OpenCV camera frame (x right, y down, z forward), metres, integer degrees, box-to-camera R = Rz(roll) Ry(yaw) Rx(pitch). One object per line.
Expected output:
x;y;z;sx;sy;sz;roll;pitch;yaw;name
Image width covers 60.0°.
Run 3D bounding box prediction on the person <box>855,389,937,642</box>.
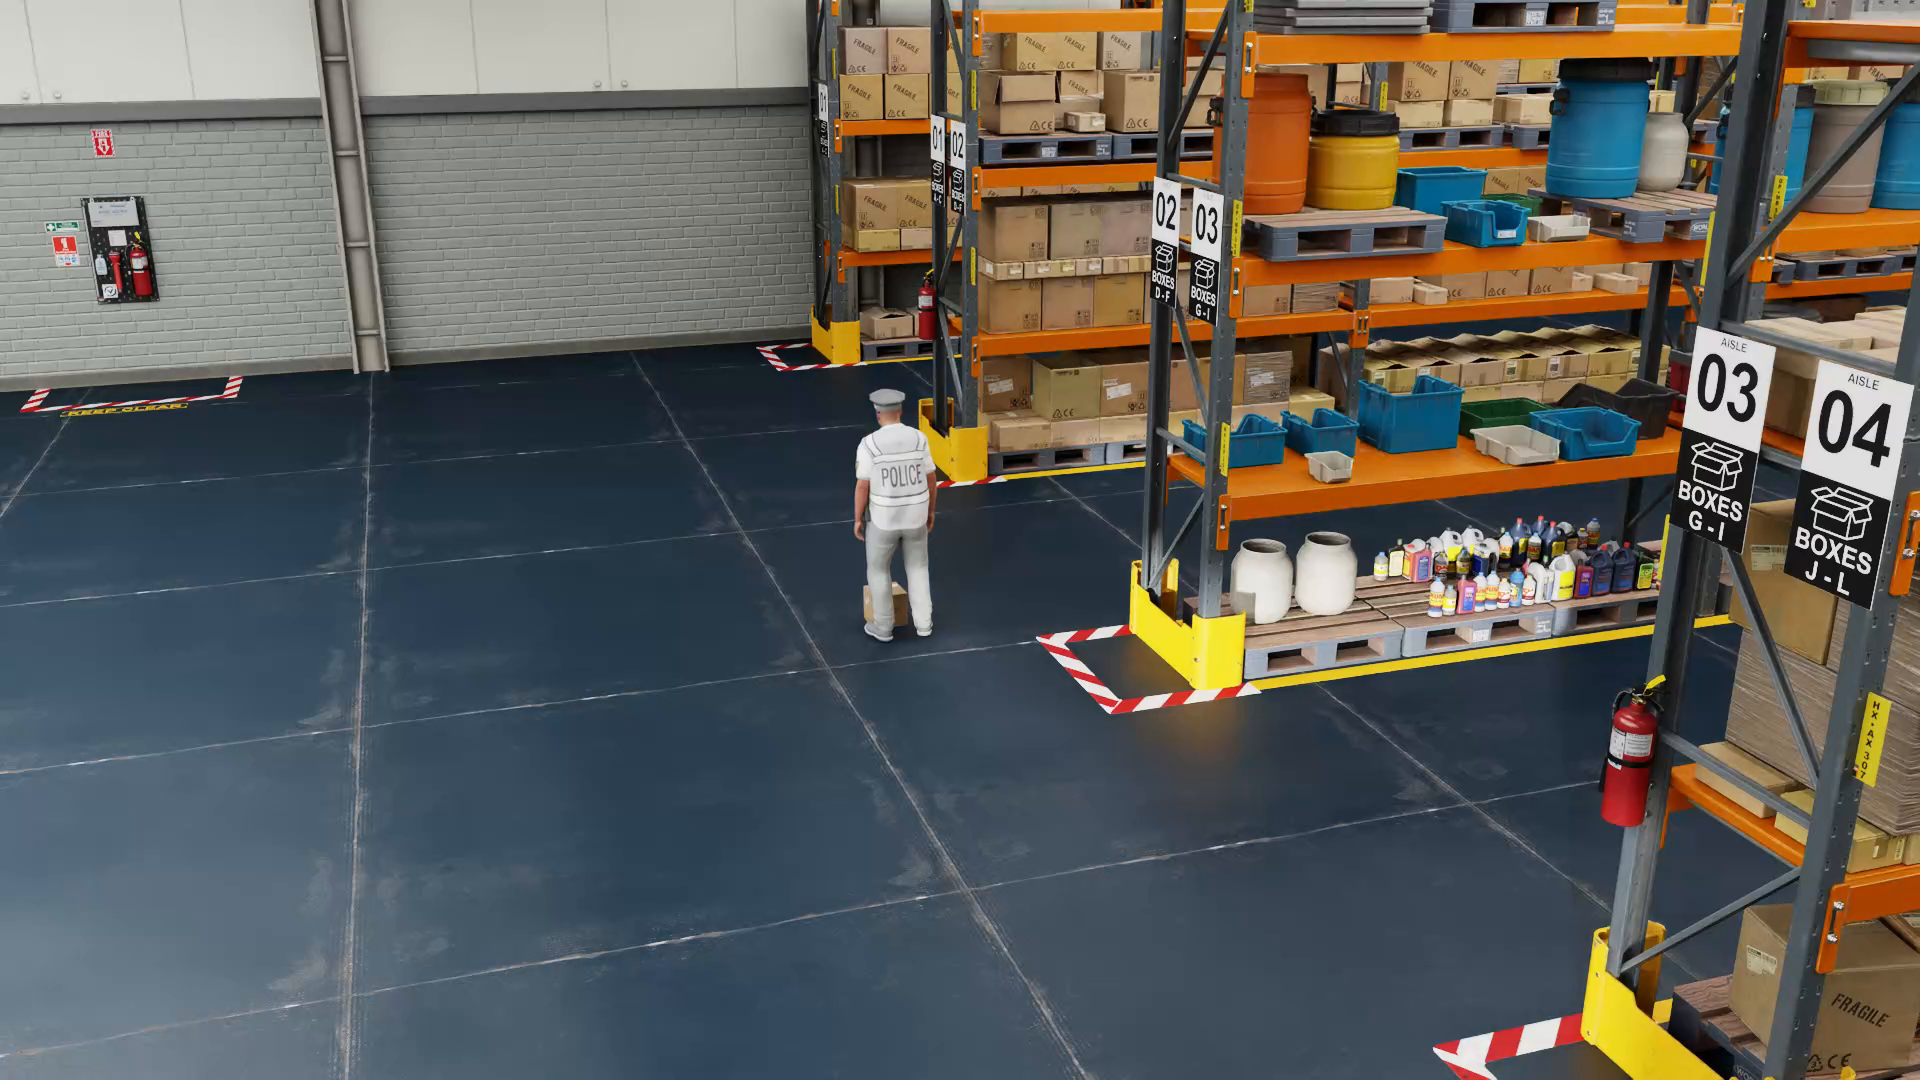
-0.441;-0.154;11.498;0.588;1.748;0.434;-6;20;-18;person
